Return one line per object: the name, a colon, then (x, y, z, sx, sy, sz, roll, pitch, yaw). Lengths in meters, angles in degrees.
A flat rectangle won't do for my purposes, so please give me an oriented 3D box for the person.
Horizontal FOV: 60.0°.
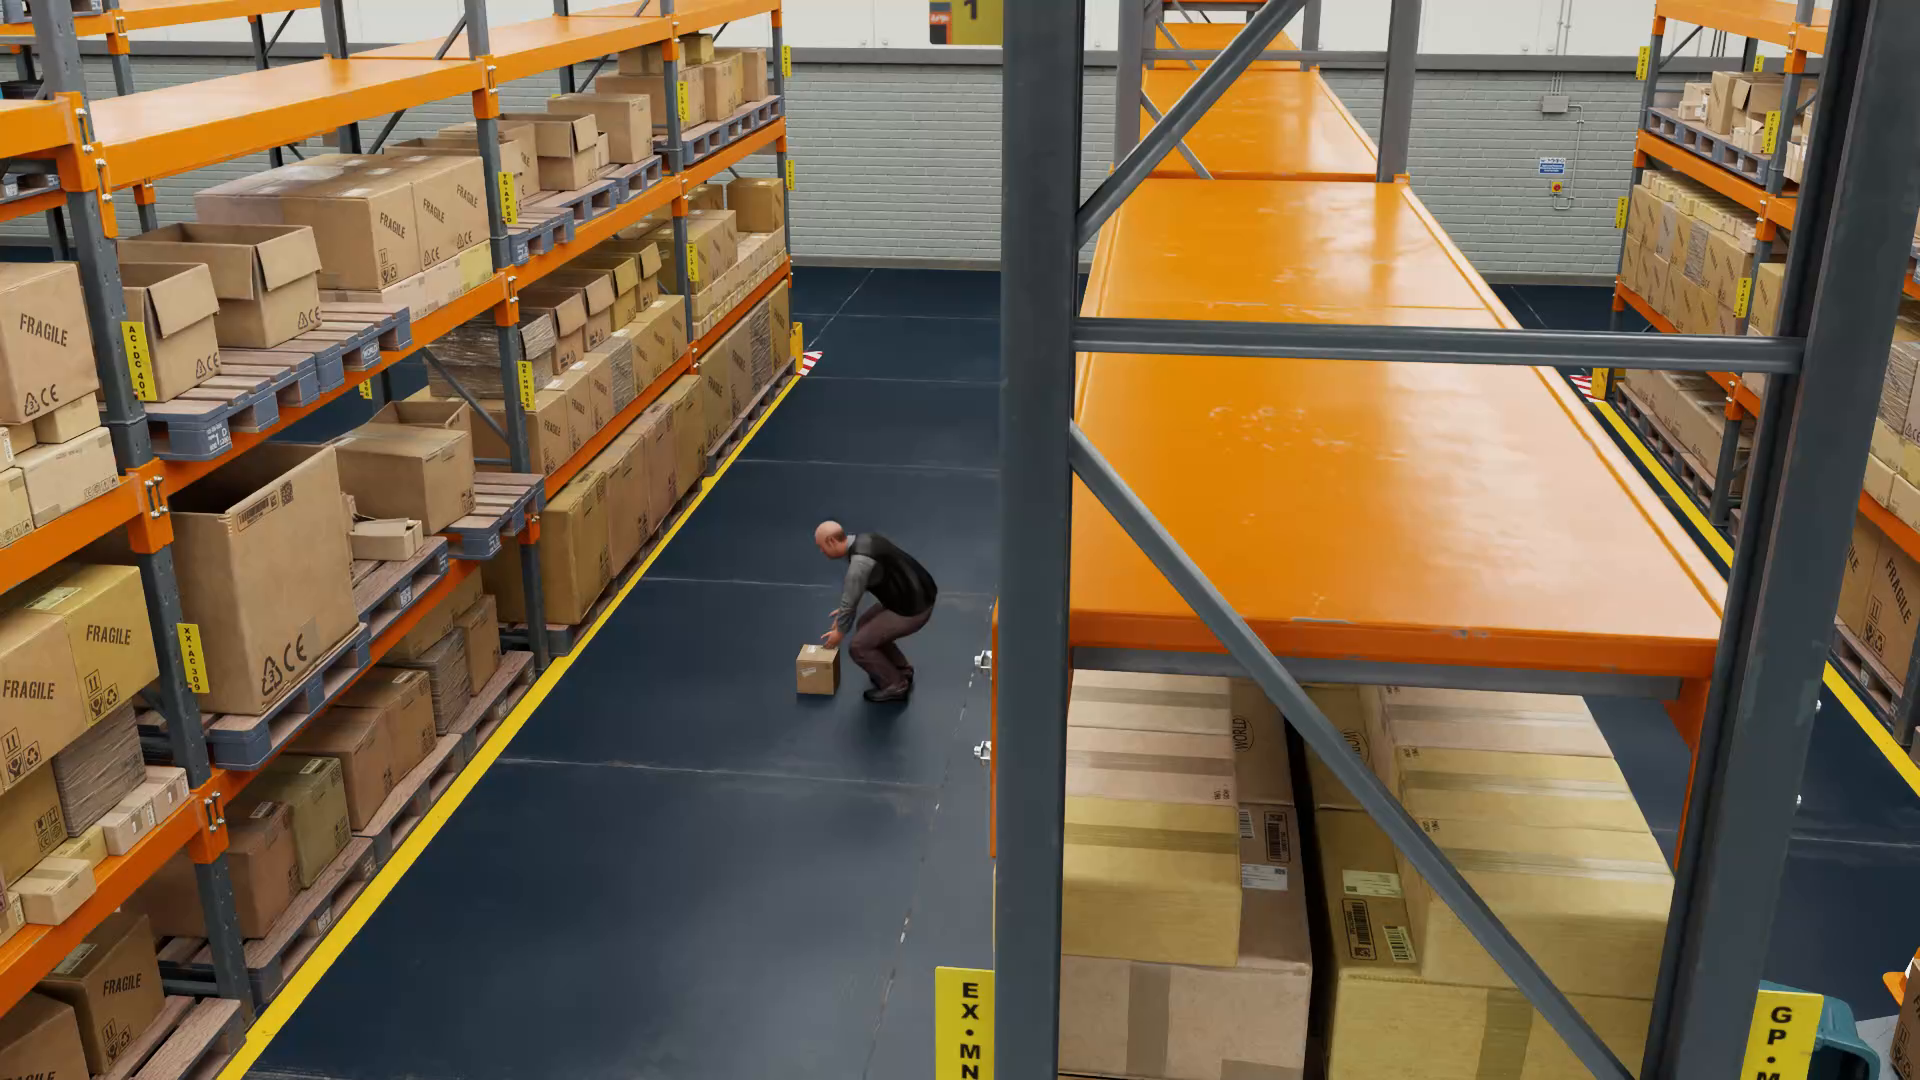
person: (-0.555, 0.460, 11.045, 0.795, 1.226, 0.582, 2, 21, 6)
